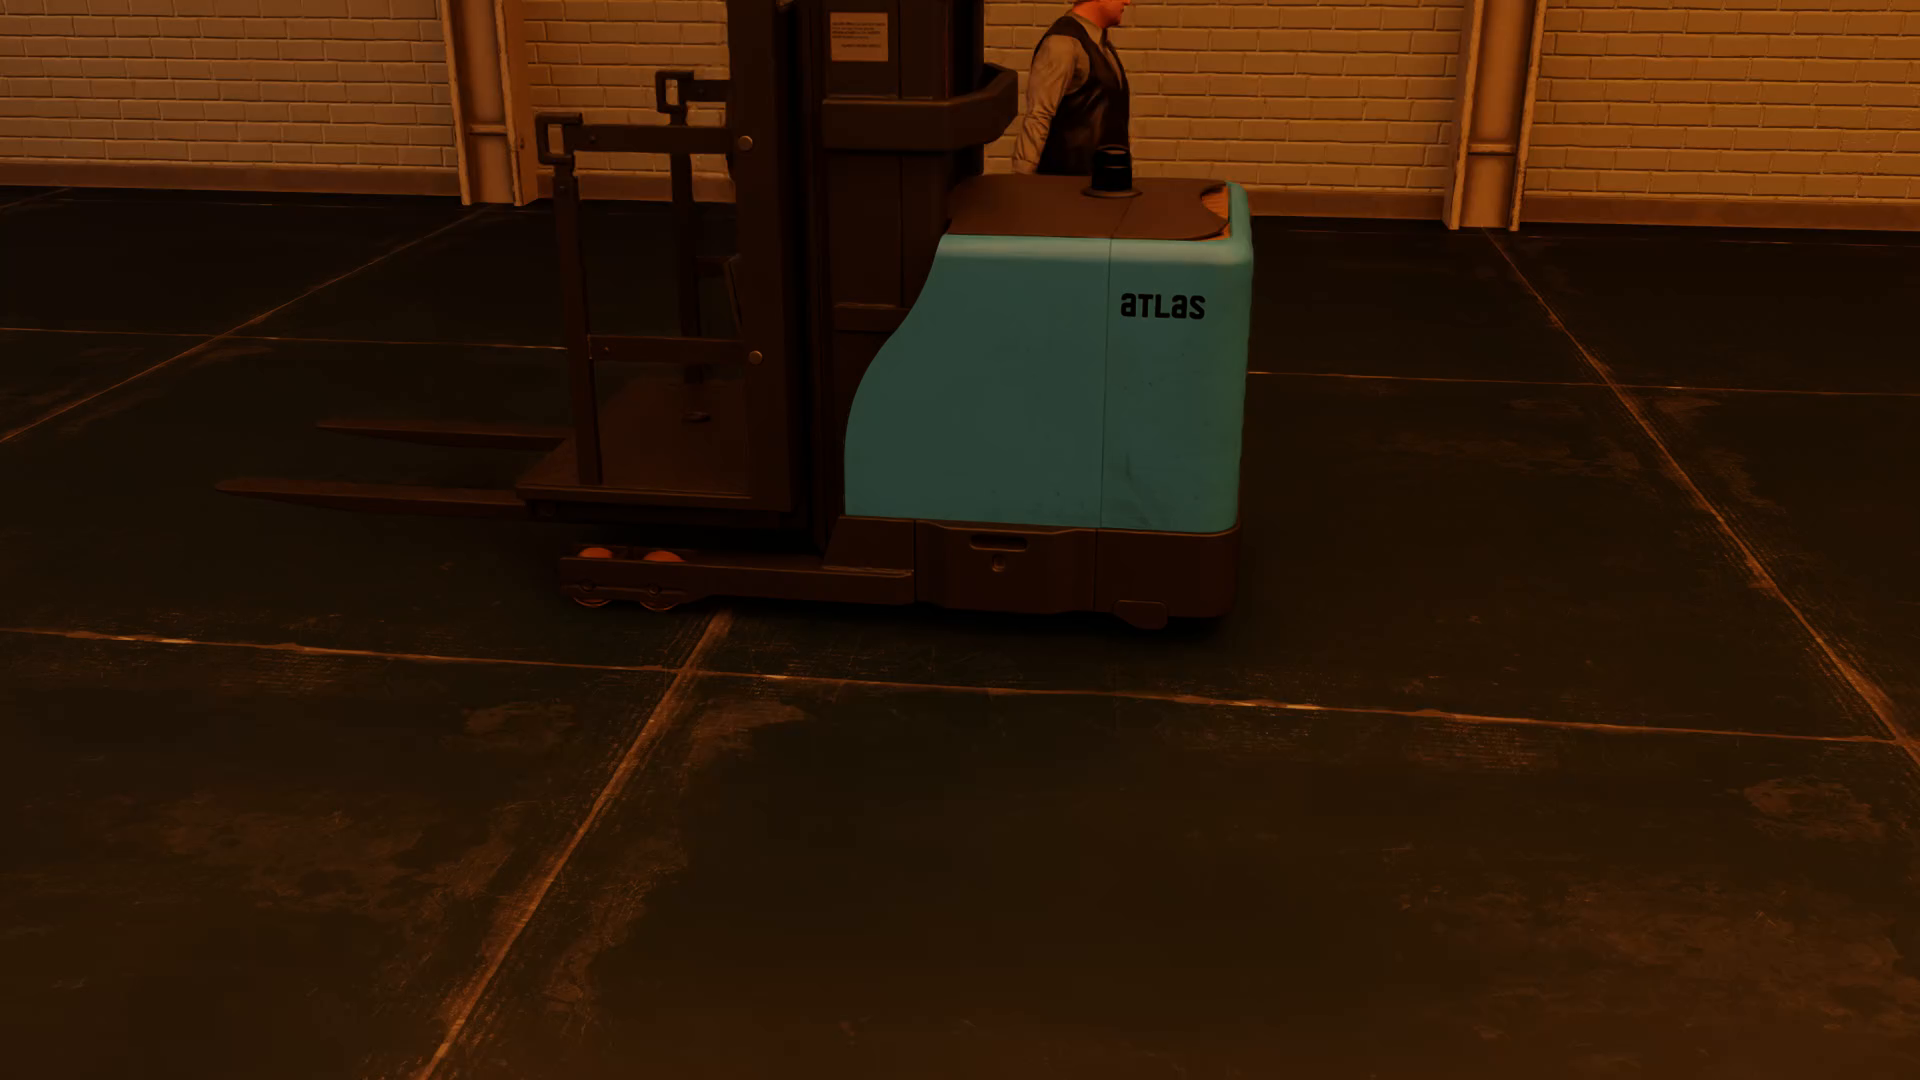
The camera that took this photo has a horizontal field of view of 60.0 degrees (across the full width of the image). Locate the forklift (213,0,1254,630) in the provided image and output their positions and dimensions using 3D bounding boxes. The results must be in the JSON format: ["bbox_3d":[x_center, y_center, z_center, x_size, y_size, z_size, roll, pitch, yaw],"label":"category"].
[{"bbox_3d":[-0.688,-1.351,4.608,3.031,2.935,1.130,3,22,8],"label":"forklift"}]

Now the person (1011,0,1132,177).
[{"bbox_3d":[0.381,-1.317,6.289,0.485,1.678,0.853,10,24,23],"label":"person"}]
